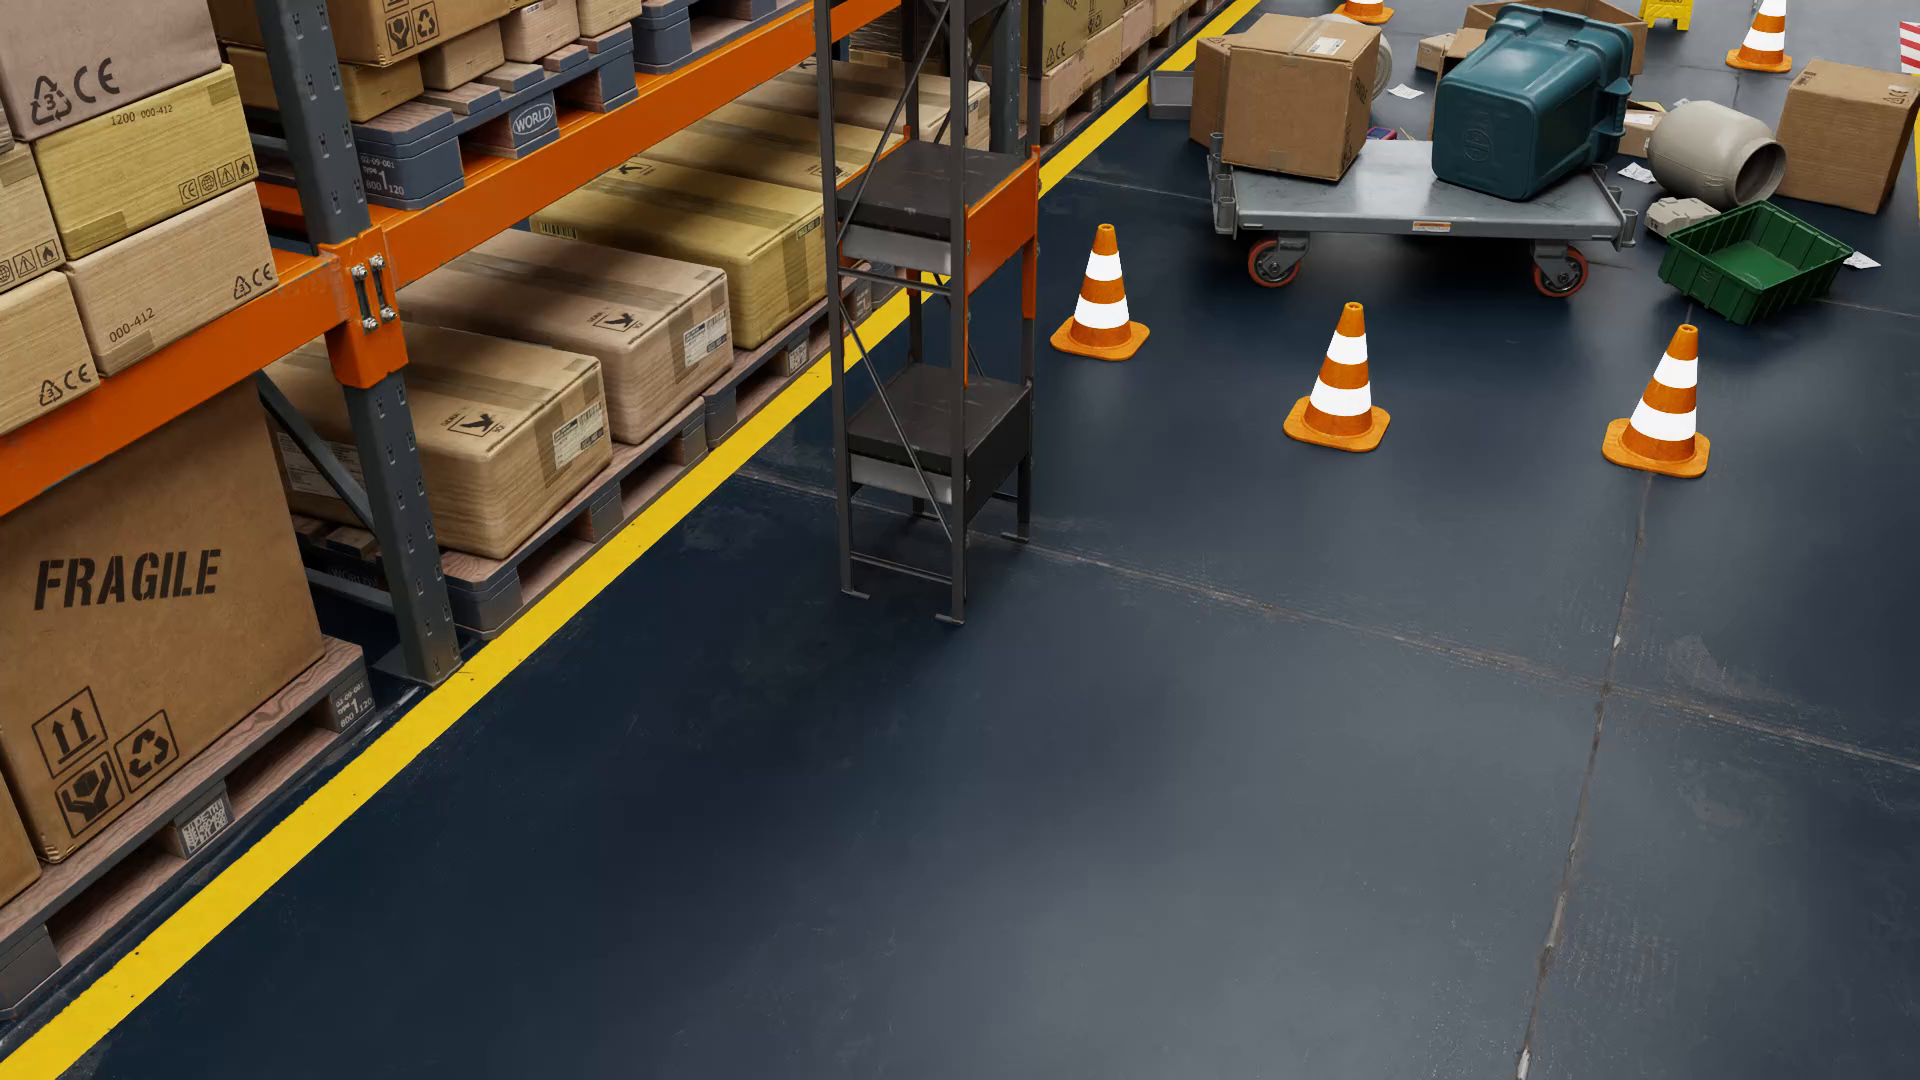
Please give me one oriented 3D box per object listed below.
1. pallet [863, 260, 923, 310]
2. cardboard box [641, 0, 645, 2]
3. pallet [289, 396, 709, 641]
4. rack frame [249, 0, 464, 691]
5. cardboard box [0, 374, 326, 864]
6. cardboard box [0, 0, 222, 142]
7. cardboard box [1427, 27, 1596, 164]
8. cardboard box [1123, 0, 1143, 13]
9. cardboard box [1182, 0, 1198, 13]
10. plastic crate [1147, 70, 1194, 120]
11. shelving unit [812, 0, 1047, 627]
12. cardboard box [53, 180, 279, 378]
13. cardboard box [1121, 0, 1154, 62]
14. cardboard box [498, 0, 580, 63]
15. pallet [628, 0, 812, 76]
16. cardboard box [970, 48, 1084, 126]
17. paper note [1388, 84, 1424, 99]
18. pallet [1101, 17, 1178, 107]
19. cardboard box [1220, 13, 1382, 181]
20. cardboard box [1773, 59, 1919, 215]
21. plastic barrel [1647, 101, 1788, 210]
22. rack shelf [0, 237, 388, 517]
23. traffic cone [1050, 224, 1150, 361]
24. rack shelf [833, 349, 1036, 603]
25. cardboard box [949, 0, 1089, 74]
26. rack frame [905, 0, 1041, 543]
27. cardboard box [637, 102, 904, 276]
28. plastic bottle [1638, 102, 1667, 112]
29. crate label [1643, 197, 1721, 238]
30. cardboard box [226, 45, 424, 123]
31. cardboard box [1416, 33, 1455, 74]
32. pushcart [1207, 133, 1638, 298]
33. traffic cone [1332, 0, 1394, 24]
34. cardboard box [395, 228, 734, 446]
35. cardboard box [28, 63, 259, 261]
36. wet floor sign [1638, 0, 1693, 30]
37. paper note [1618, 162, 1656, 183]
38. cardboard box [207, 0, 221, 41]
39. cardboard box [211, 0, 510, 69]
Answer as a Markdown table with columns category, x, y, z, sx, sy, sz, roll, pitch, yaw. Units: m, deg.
| category | x | y | z | sx | sy | sz | roll | pitch | yaw |
| --- | --- | --- | --- | --- | --- | --- | --- | --- | --- |
| pallet | -0.535 | -1.420 | 7.223 | 1.003 | 0.211 | 1.213 | 14 | 36 | 20 |
| cardboard box | -1.110 | -1.700 | 4.954 | 0.380 | 0.149 | 0.250 | 16 | 37 | 23 |
| pallet | -1.555 | -0.204 | 5.369 | 1.003 | 0.211 | 1.213 | 14 | 36 | 20 |
| rack frame | -1.884 | -0.982 | 4.012 | 1.000 | 3.000 | 0.127 | 14 | 36 | 20 |
| cardboard box | -2.248 | 0.056 | 3.983 | 0.875 | 0.875 | 0.875 | 14 | 36 | 20 |
| cardboard box | -1.862 | -1.124 | 3.226 | 0.500 | 0.500 | 0.500 | 13 | 35 | 19 |
| cardboard box | 2.644 | -2.056 | 7.802 | 0.797 | 0.637 | 0.503 | 14 | 36 | 20 |
| cardboard box | 0.714 | -3.072 | 8.641 | 0.500 | 0.500 | 0.500 | 16 | 37 | 23 |
| cardboard box | 1.146 | -3.271 | 9.628 | 0.500 | 0.250 | 0.500 | 14 | 36 | 21 |
| plastic crate | 1.191 | -2.347 | 8.756 | 0.402 | 0.080 | 0.583 | 3 | 33 | 4 |
| shelving unit | -0.069 | -0.796 | 4.549 | 0.431 | 2.100 | 0.503 | 14 | 36 | 20 |
| cardboard box | -1.860 | -0.608 | 3.578 | 0.500 | 0.250 | 0.500 | 13 | 35 | 19 |
| cardboard box | 0.714 | -2.765 | 8.856 | 0.500 | 0.250 | 0.500 | 14 | 36 | 20 |
| cardboard box | -1.274 | -1.430 | 4.542 | 0.380 | 0.149 | 0.250 | 12 | 35 | 17 |
| pallet | -1.093 | -1.897 | 5.582 | 1.003 | 0.211 | 1.213 | 14 | 36 | 20 |
| cardboard box | 0.282 | -2.232 | 8.042 | 0.500 | 0.250 | 0.500 | 13 | 35 | 18 |
| paper note | 2.384 | -2.404 | 8.898 | 0.148 | 0.019 | 0.142 | 29 | 43 | 36 |
| pallet | 0.548 | -2.760 | 9.267 | 1.003 | 0.211 | 1.213 | 14 | 36 | 20 |
| cardboard box | 1.419 | -1.852 | 6.928 | 0.500 | 0.500 | 0.500 | 14 | 36 | 20 |
| cardboard box | 4.045 | -1.853 | 7.618 | 0.500 | 0.500 | 0.500 | 21 | 39 | 28 |
| plastic barrel | 3.409 | -1.728 | 7.499 | 0.421 | 0.421 | 0.512 | -15 | 36 | -21 |
| rack shelf | -2.721 | 0.315 | 2.690 | 1.077 | 0.370 | 4.000 | 14 | 36 | 20 |
| traffic cone | 0.543 | -0.974 | 6.314 | 0.336 | 0.463 | 0.334 | 14 | 36 | 20 |
| rack shelf | -0.069 | -0.199 | 4.940 | 0.431 | 0.518 | 0.480 | 14 | 36 | 20 |
| cardboard box | 0.282 | -2.545 | 7.837 | 0.500 | 0.500 | 0.500 | 16 | 36 | 23 |
| rack frame | 0.033 | -0.917 | 4.734 | 0.400 | 2.100 | 0.015 | 14 | 36 | 20 |
| cardboard box | -0.725 | -1.430 | 6.709 | 0.950 | 0.372 | 0.625 | 16 | 37 | 23 |
| plastic bottle | 3.543 | -2.166 | 8.497 | 0.133 | 0.061 | 0.283 | 3 | 33 | 4 |
| crate label | 3.152 | -1.392 | 7.248 | 0.298 | 0.136 | 0.250 | -9 | 34 | -13 |
| cardboard box | -1.579 | -1.171 | 4.147 | 0.380 | 0.149 | 0.250 | 12 | 35 | 18 |
| cardboard box | 2.750 | -2.658 | 9.168 | 0.250 | 0.149 | 0.380 | -21 | 39 | -29 |
| pushcart | 1.882 | -1.379 | 7.009 | 1.648 | 0.377 | 0.936 | 3 | 33 | 4 |
| traffic cone | 2.455 | -3.395 | 10.006 | 0.336 | 0.463 | 0.334 | 14 | 36 | 20 |
| cardboard box | -1.337 | -0.707 | 5.606 | 0.950 | 0.372 | 0.625 | 13 | 36 | 20 |
| cardboard box | -1.856 | -0.829 | 3.459 | 0.500 | 0.250 | 0.500 | 14 | 36 | 20 |
| wet floor sign | 4.215 | -3.365 | 9.793 | 0.267 | 0.644 | 0.232 | 8 | 34 | 12 |
| paper note | 3.234 | -1.740 | 7.883 | 0.172 | 0.023 | 0.155 | 29 | 43 | 36 |
| cardboard box | -1.946 | -1.614 | 4.230 | 0.500 | 0.500 | 0.500 | 13 | 35 | 19 |
| cardboard box | -1.485 | -1.495 | 4.048 | 0.500 | 0.500 | 0.500 | 13 | 35 | 19 |
